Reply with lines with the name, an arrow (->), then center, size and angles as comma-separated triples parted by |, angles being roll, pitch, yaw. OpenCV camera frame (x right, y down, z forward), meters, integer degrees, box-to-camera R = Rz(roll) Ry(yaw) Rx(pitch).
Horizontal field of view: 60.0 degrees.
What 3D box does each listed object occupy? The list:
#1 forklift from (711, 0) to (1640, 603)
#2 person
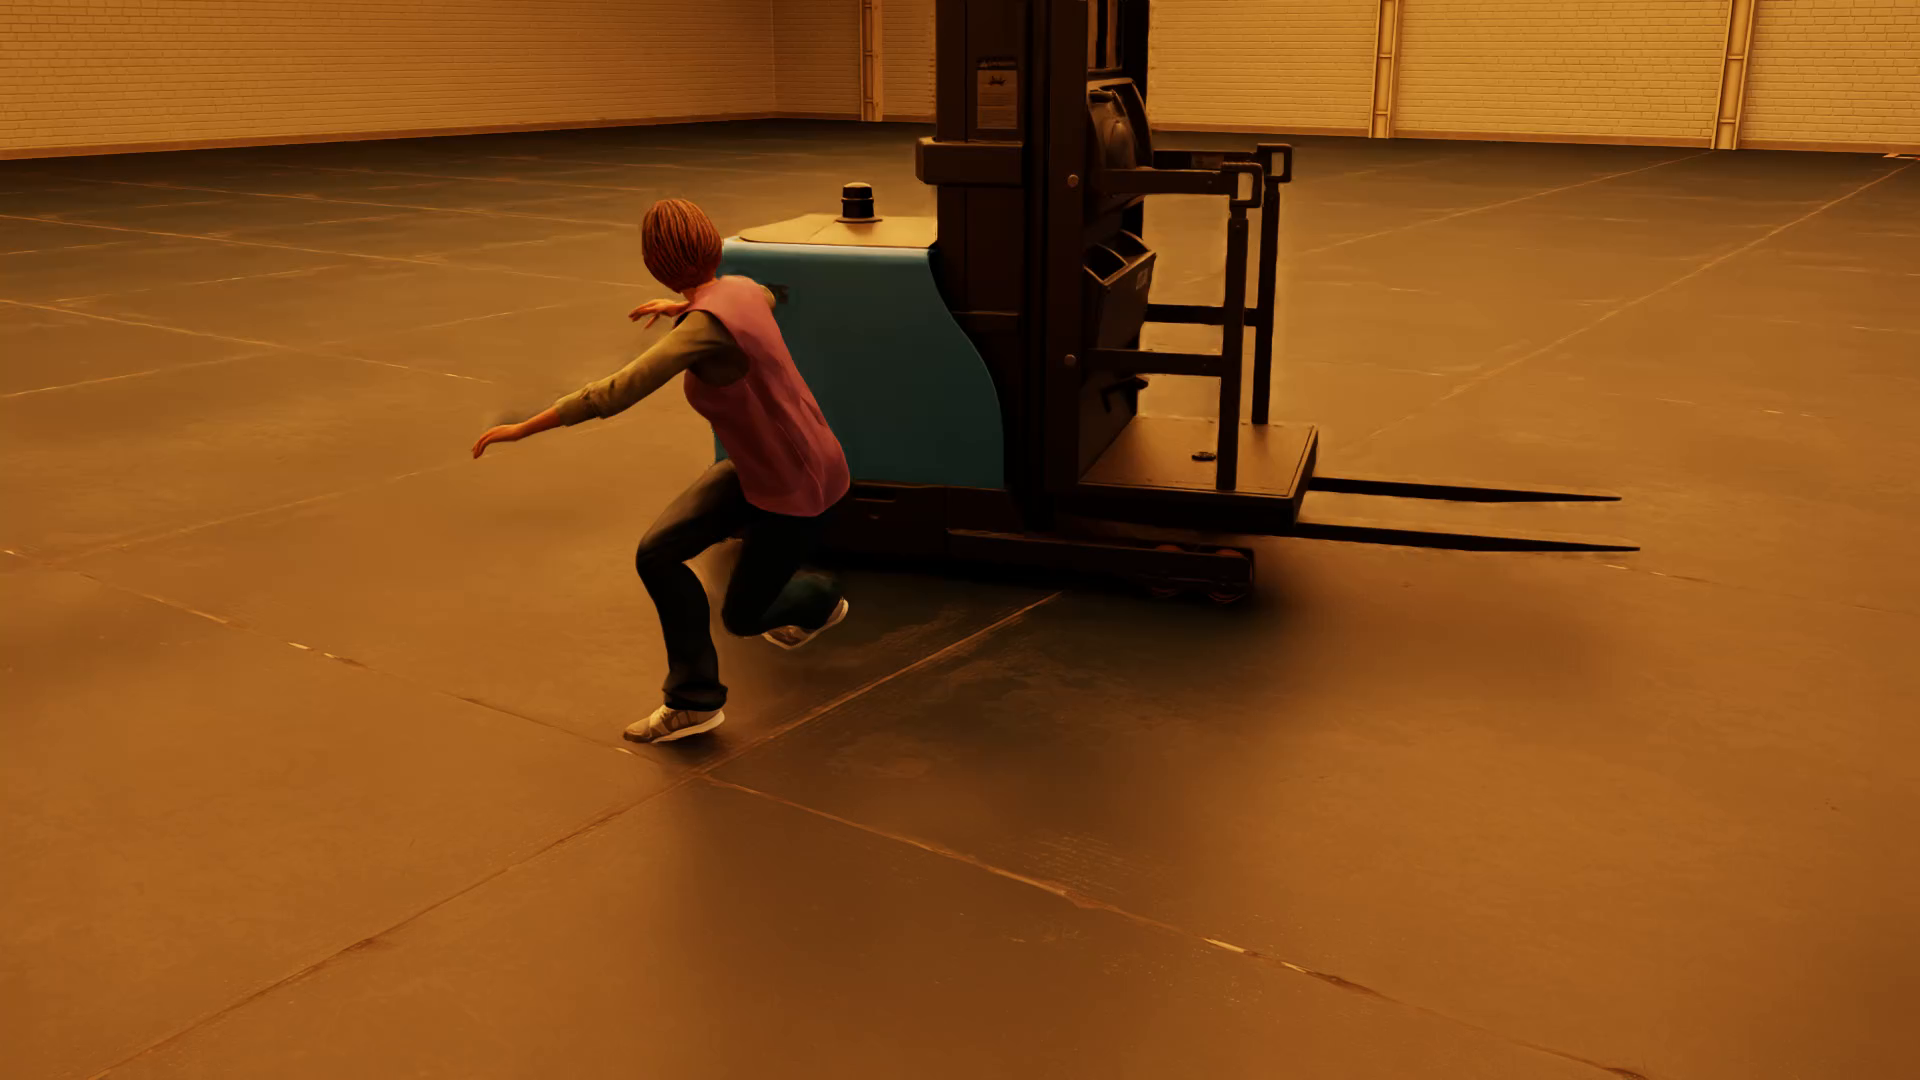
forklift -> 0.715, -1.375, 5.431 | 3.031, 2.935, 1.130 | 5, 17, 15
person -> -0.739, -0.185, 4.262 | 1.037, 1.366, 0.727 | -8, 18, -25
